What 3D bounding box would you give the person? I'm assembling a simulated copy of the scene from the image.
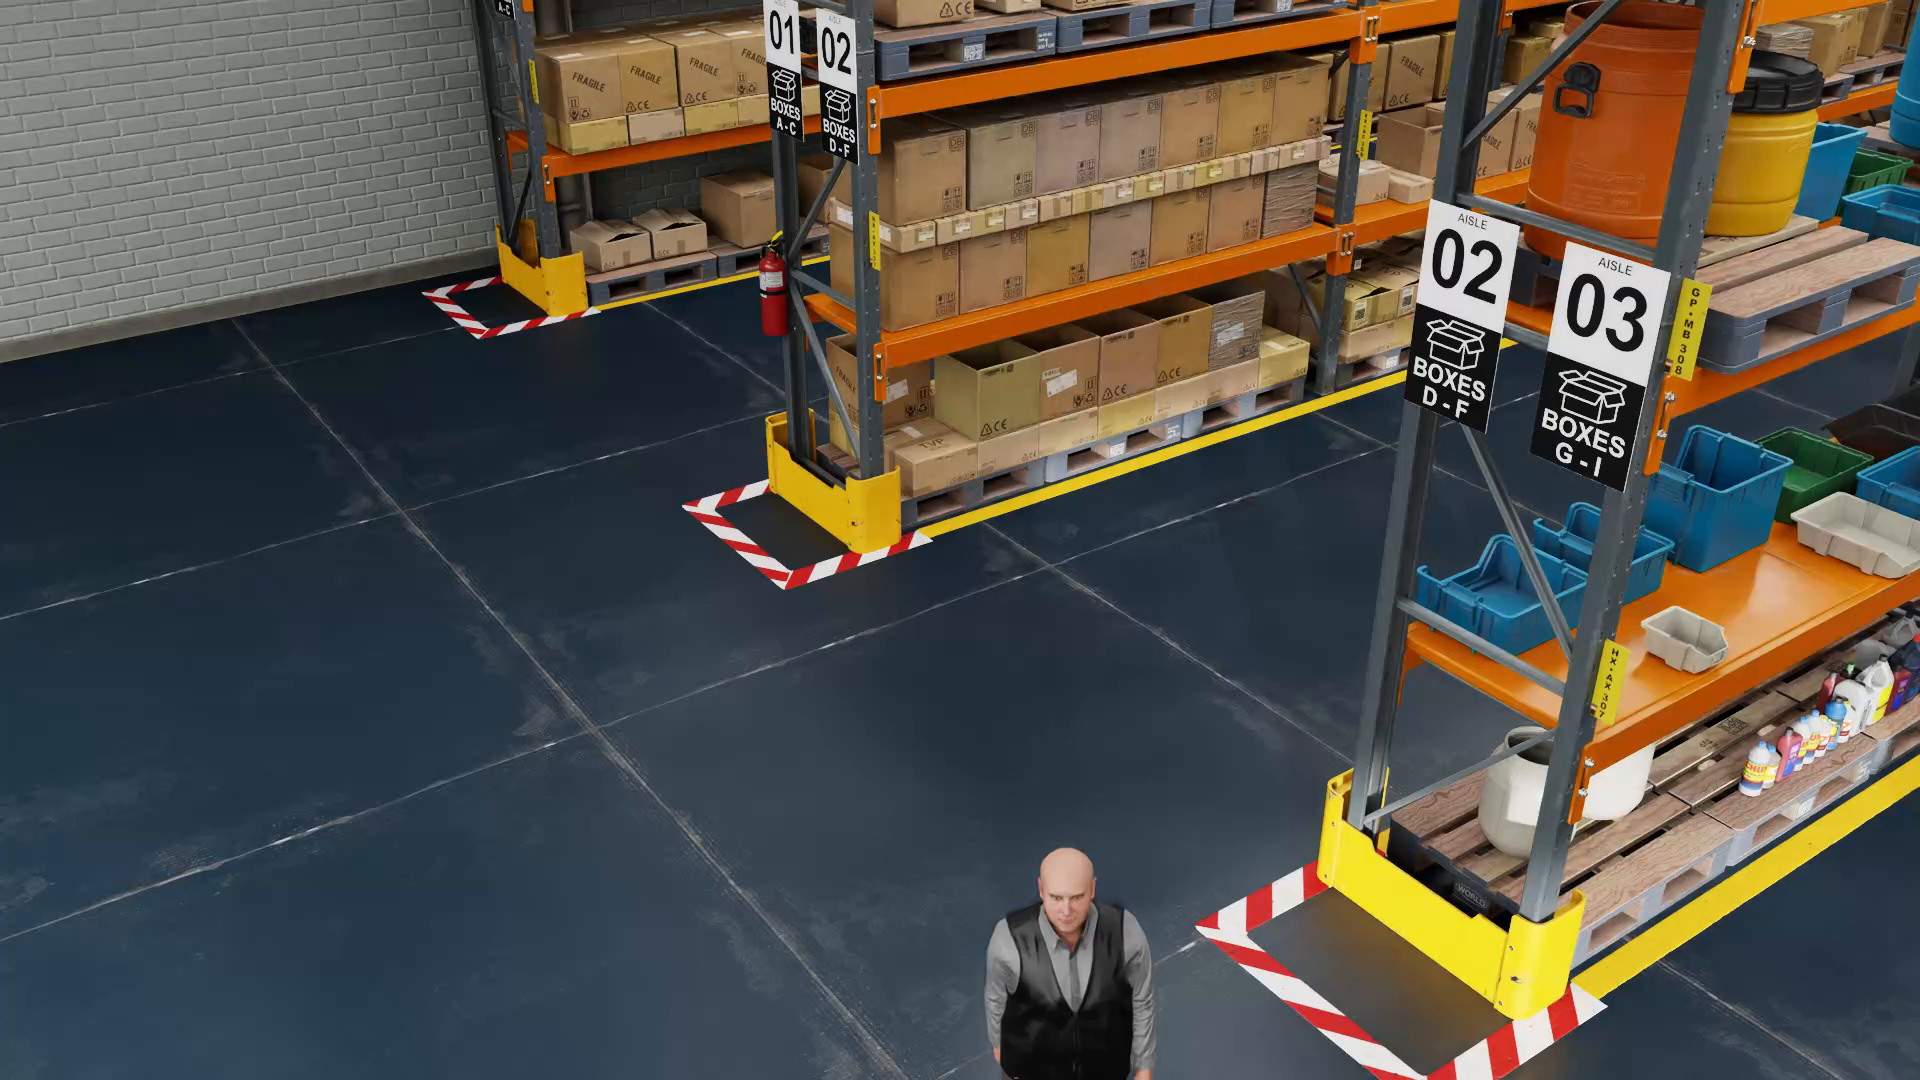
[{"bbox_3d":[0.354,1.709,5.472,0.537,1.689,0.877,-4,29,-7],"label":"person"}]
